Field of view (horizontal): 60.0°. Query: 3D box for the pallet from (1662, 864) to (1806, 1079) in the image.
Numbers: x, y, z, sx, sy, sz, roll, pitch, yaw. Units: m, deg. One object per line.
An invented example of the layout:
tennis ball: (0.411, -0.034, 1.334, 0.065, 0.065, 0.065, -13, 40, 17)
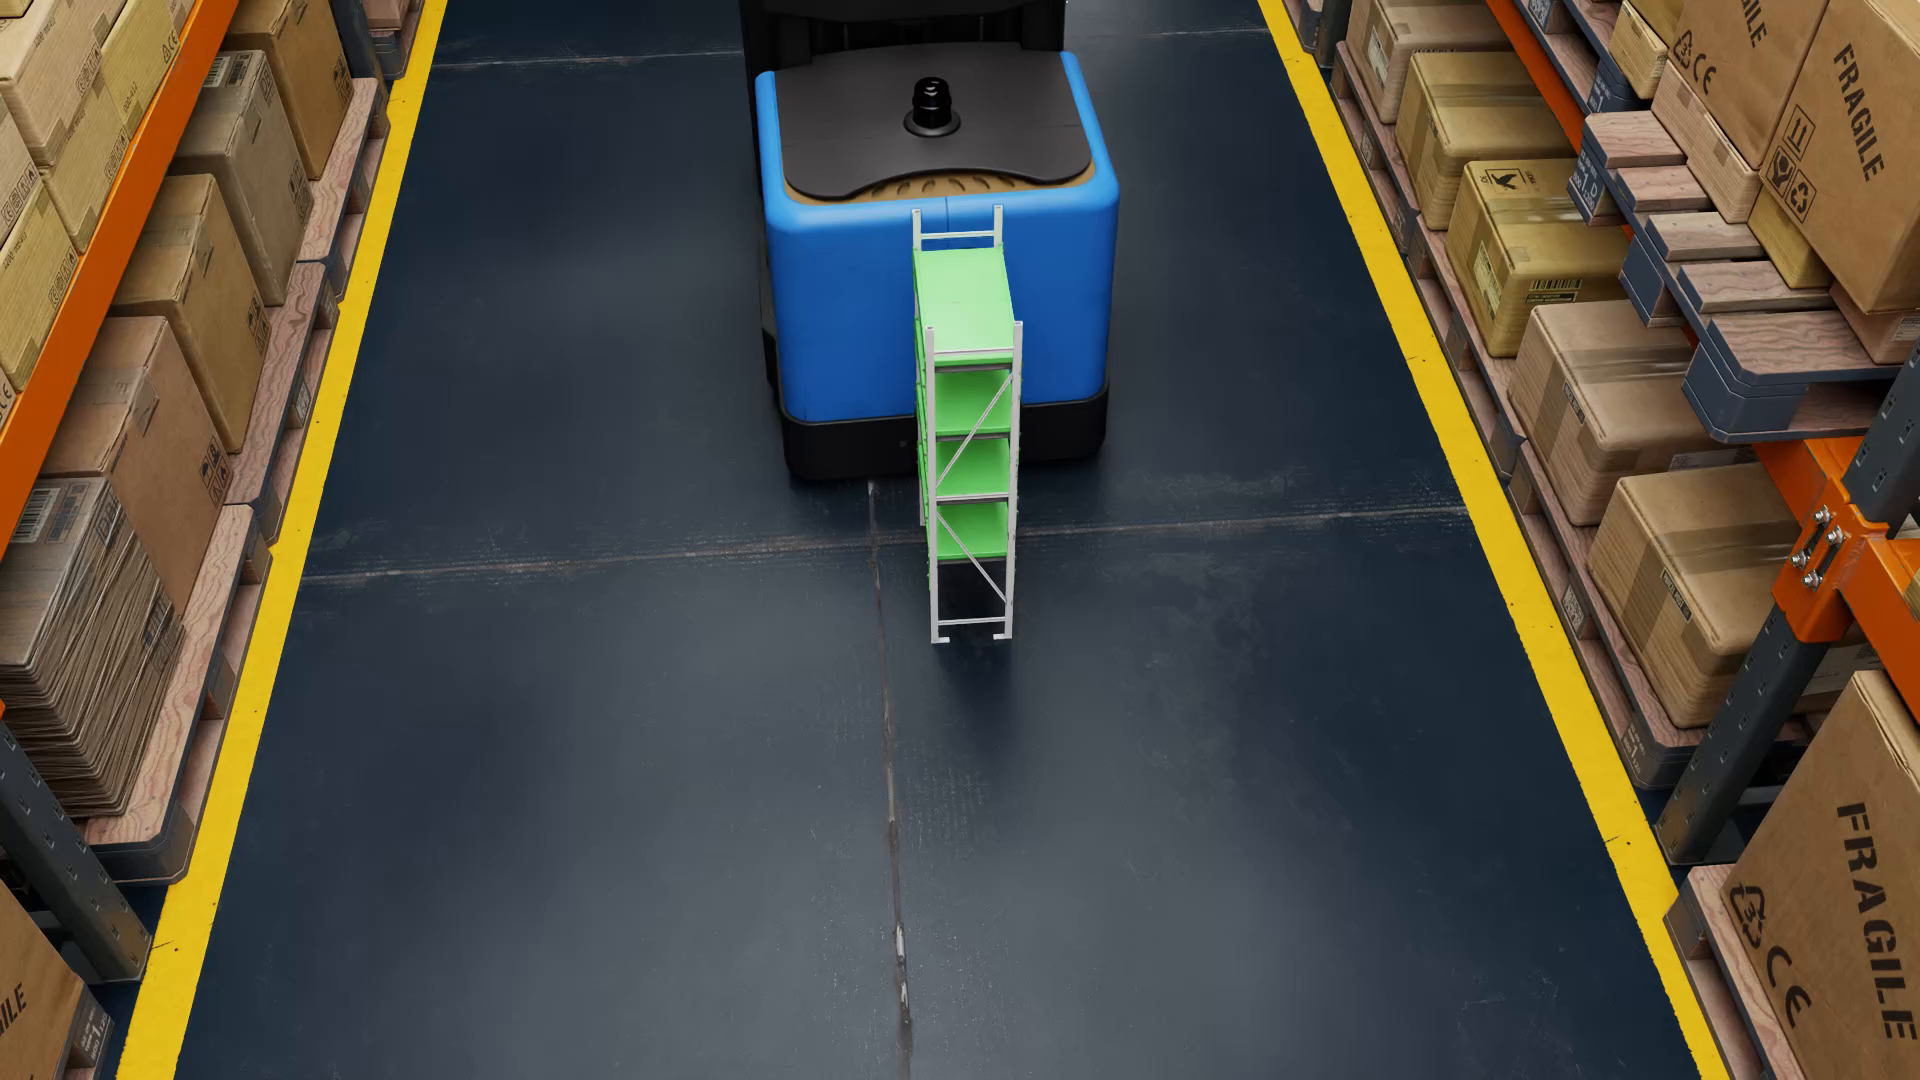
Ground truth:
pallet: (2.370, 1.299, 3.874, 1.003, 0.211, 1.213, -3, 47, -3)

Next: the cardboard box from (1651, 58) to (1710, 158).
cardboard box: (1.944, -1.067, 4.079, 0.380, 0.149, 0.250, -5, 47, -5)

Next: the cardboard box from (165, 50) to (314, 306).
cardboard box: (-2.789, -1.213, 5.679, 0.875, 0.625, 0.625, -4, 47, -4)

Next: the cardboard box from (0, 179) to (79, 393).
cardboard box: (-2.397, -0.579, 3.835, 0.500, 0.250, 0.500, -4, 47, -4)

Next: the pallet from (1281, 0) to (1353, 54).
pallet: (1.953, -2.654, 7.618, 1.003, 0.211, 1.213, -3, 47, -3)

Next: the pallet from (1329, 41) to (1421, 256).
pallet: (2.111, -1.607, 6.626, 1.003, 0.211, 1.213, -3, 47, -3)

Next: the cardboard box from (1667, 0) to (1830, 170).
cardboard box: (2.010, -1.201, 3.759, 0.500, 0.500, 0.500, -4, 47, -4)

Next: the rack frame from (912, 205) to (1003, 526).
rack frame: (-0.007, -0.469, 4.868, 0.240, 1.200, 0.015, -3, 47, -3)

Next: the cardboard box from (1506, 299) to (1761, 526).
cardboard box: (2.272, -0.418, 5.101, 0.950, 0.372, 0.625, -4, 47, -4)

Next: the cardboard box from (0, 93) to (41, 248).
cardboard box: (-2.401, -0.749, 3.652, 0.500, 0.250, 0.500, -2, 47, -2)

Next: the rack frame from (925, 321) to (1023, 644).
rack frame: (0.034, -0.116, 4.534, 0.240, 1.200, 0.015, -3, 47, -3)

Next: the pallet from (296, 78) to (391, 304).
pallet: (-2.801, -1.335, 6.369, 1.003, 0.211, 1.213, -3, 47, -3)

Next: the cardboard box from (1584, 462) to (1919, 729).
cardboard box: (2.342, 0.115, 4.596, 0.950, 0.372, 0.625, -6, 47, -6)

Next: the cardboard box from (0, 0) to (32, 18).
cardboard box: (-2.418, -1.369, 3.965, 0.380, 0.149, 0.250, -3, 47, -2)

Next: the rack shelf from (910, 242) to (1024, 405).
rack shelf: (0.014, -0.579, 4.399, 0.258, 0.148, 0.480, -3, 47, -3)

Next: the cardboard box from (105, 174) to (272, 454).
cardboard box: (-2.724, -0.669, 5.164, 0.875, 0.625, 0.625, -5, 47, -5)

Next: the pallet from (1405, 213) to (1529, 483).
pallet: (2.217, -0.722, 5.788, 1.003, 0.211, 1.213, -3, 47, -3)

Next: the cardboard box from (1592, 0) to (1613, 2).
cardboard box: (1.909, -1.632, 4.613, 0.380, 0.149, 0.250, -5, 47, -5)

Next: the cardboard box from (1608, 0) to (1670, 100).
cardboard box: (1.907, -1.265, 4.266, 0.380, 0.149, 0.250, -3, 47, -3)

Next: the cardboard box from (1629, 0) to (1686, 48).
cardboard box: (1.967, -1.566, 4.104, 0.500, 0.500, 0.500, -6, 47, -6)

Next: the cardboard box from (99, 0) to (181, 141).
cardboard box: (-2.489, -1.326, 4.543, 0.500, 0.250, 0.500, -2, 47, -2)

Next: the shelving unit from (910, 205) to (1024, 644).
shelving unit: (0.014, -0.293, 4.701, 0.258, 1.200, 0.503, -3, 47, -3)

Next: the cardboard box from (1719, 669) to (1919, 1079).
cardboard box: (2.355, 0.856, 3.547, 0.875, 0.875, 0.875, -4, 47, -4)

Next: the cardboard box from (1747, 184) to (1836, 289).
cardboard box: (2.023, -0.705, 3.736, 0.380, 0.149, 0.250, -3, 47, -3)

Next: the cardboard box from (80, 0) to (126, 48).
cardboard box: (-2.495, -1.497, 4.360, 0.500, 0.250, 0.500, -3, 47, -3)

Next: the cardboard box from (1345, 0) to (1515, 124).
cardboard box: (2.091, -1.990, 6.589, 0.950, 0.372, 0.625, -3, 47, -3)

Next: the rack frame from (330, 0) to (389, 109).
rack frame: (-2.901, -2.824, 5.859, 1.000, 3.000, 0.127, -3, 47, -3)

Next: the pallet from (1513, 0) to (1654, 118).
pallet: (2.173, -1.598, 4.830, 1.003, 0.211, 1.213, -3, 47, -3)

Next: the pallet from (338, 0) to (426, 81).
pallet: (-2.926, -2.443, 7.419, 1.003, 0.211, 1.213, -3, 47, -3)

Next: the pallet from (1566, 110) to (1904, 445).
pallet: (2.214, -0.678, 3.958, 1.213, 0.211, 1.003, -3, 47, -3)

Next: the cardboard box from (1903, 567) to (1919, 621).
cardboard box: (2.170, 0.186, 3.111, 0.500, 0.250, 0.500, -4, 47, -4)

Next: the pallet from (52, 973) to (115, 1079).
pallet: (-2.542, 1.571, 3.617, 1.003, 0.211, 1.213, -3, 47, -3)

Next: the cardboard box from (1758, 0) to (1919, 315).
cardboard box: (2.064, -0.828, 3.405, 0.500, 0.500, 0.500, -5, 47, -4)

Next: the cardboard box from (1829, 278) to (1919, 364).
cardboard box: (2.118, -0.515, 3.556, 0.380, 0.149, 0.250, -2, 47, -2)

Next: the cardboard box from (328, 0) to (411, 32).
cardboard box: (-2.612, -2.393, 7.055, 0.500, 0.250, 0.500, -3, 47, -3)

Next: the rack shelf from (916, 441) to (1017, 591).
rack shelf: (0.014, -0.084, 4.922, 0.258, 0.148, 0.480, -3, 47, -3)

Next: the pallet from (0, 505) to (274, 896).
pallet: (-2.596, 0.431, 4.697, 1.003, 0.211, 1.213, -3, 47, -3)

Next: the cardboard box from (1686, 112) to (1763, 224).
cardboard box: (1.957, -0.885, 3.906, 0.380, 0.149, 0.250, -4, 47, -4)

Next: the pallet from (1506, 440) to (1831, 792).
pallet: (2.316, 0.159, 4.954, 1.003, 0.211, 1.213, -3, 47, -3)

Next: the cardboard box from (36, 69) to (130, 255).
cardboard box: (-2.447, -0.951, 4.188, 0.500, 0.250, 0.500, -5, 47, -5)

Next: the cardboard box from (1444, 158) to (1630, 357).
cardboard box: (2.215, -0.967, 5.621, 0.950, 0.372, 0.625, -2, 47, -2)

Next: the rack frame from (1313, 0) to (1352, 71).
rack frame: (2.045, -3.129, 6.147, 1.000, 3.000, 0.127, -3, 47, -3)

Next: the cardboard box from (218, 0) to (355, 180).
cardboard box: (-2.846, -1.775, 6.212, 0.875, 0.625, 0.625, -2, 47, -2)

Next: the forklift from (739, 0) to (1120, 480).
forklift: (-0.222, -2.280, 5.391, 1.130, 2.935, 3.031, -5, 47, -5)

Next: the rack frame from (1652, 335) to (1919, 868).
rack frame: (2.380, -0.235, 3.406, 1.000, 3.000, 0.127, -3, 47, -3)

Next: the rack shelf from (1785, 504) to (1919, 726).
rack shelf: (2.547, 1.460, 2.297, 1.077, 0.370, 4.000, -3, 47, -3)

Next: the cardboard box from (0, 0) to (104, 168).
cardboard box: (-2.427, -1.129, 4.012, 0.500, 0.250, 0.500, -5, 47, -4)

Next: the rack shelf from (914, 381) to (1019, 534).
rack shelf: (0.014, -0.249, 4.747, 0.258, 0.148, 0.480, -3, 47, -3)

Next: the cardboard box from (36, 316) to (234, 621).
cardboard box: (-2.668, -0.182, 4.703, 0.875, 0.625, 0.625, -2, 47, -2)

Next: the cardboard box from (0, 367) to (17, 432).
cardboard box: (-2.360, -0.215, 3.490, 0.500, 0.250, 0.500, -3, 47, -3)

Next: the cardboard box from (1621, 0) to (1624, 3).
cardboard box: (2.012, -1.455, 4.446, 0.380, 0.149, 0.250, -3, 47, -3)

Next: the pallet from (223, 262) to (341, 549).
pallet: (-2.695, -0.450, 5.531, 1.003, 0.211, 1.213, -3, 47, -3)

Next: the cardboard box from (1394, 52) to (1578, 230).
cardboard box: (2.155, -1.470, 6.097, 0.950, 0.372, 0.625, -1, 47, -1)

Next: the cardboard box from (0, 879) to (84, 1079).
cardboard box: (-2.317, 1.078, 3.596, 0.500, 0.500, 0.500, -2, 47, -2)

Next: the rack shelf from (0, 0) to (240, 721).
rack shelf: (-2.734, -1.130, 4.750, 1.077, 0.370, 4.000, -3, 47, -3)

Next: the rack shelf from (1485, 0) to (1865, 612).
rack shelf: (2.212, -1.434, 5.038, 1.077, 0.370, 4.000, -3, 47, -3)

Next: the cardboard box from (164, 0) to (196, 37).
cardboard box: (-2.540, -1.699, 4.897, 0.500, 0.250, 0.500, -3, 47, -3)

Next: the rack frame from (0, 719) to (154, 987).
rack frame: (-2.566, 0.070, 3.118, 1.000, 3.000, 0.127, -3, 47, -3)

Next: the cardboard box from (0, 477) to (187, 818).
cardboard box: (-2.605, 0.290, 4.256, 0.875, 0.625, 0.625, -2, 47, -2)

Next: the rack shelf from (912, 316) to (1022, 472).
rack shelf: (0.014, -0.414, 4.573, 0.258, 0.148, 0.480, -3, 47, -3)
